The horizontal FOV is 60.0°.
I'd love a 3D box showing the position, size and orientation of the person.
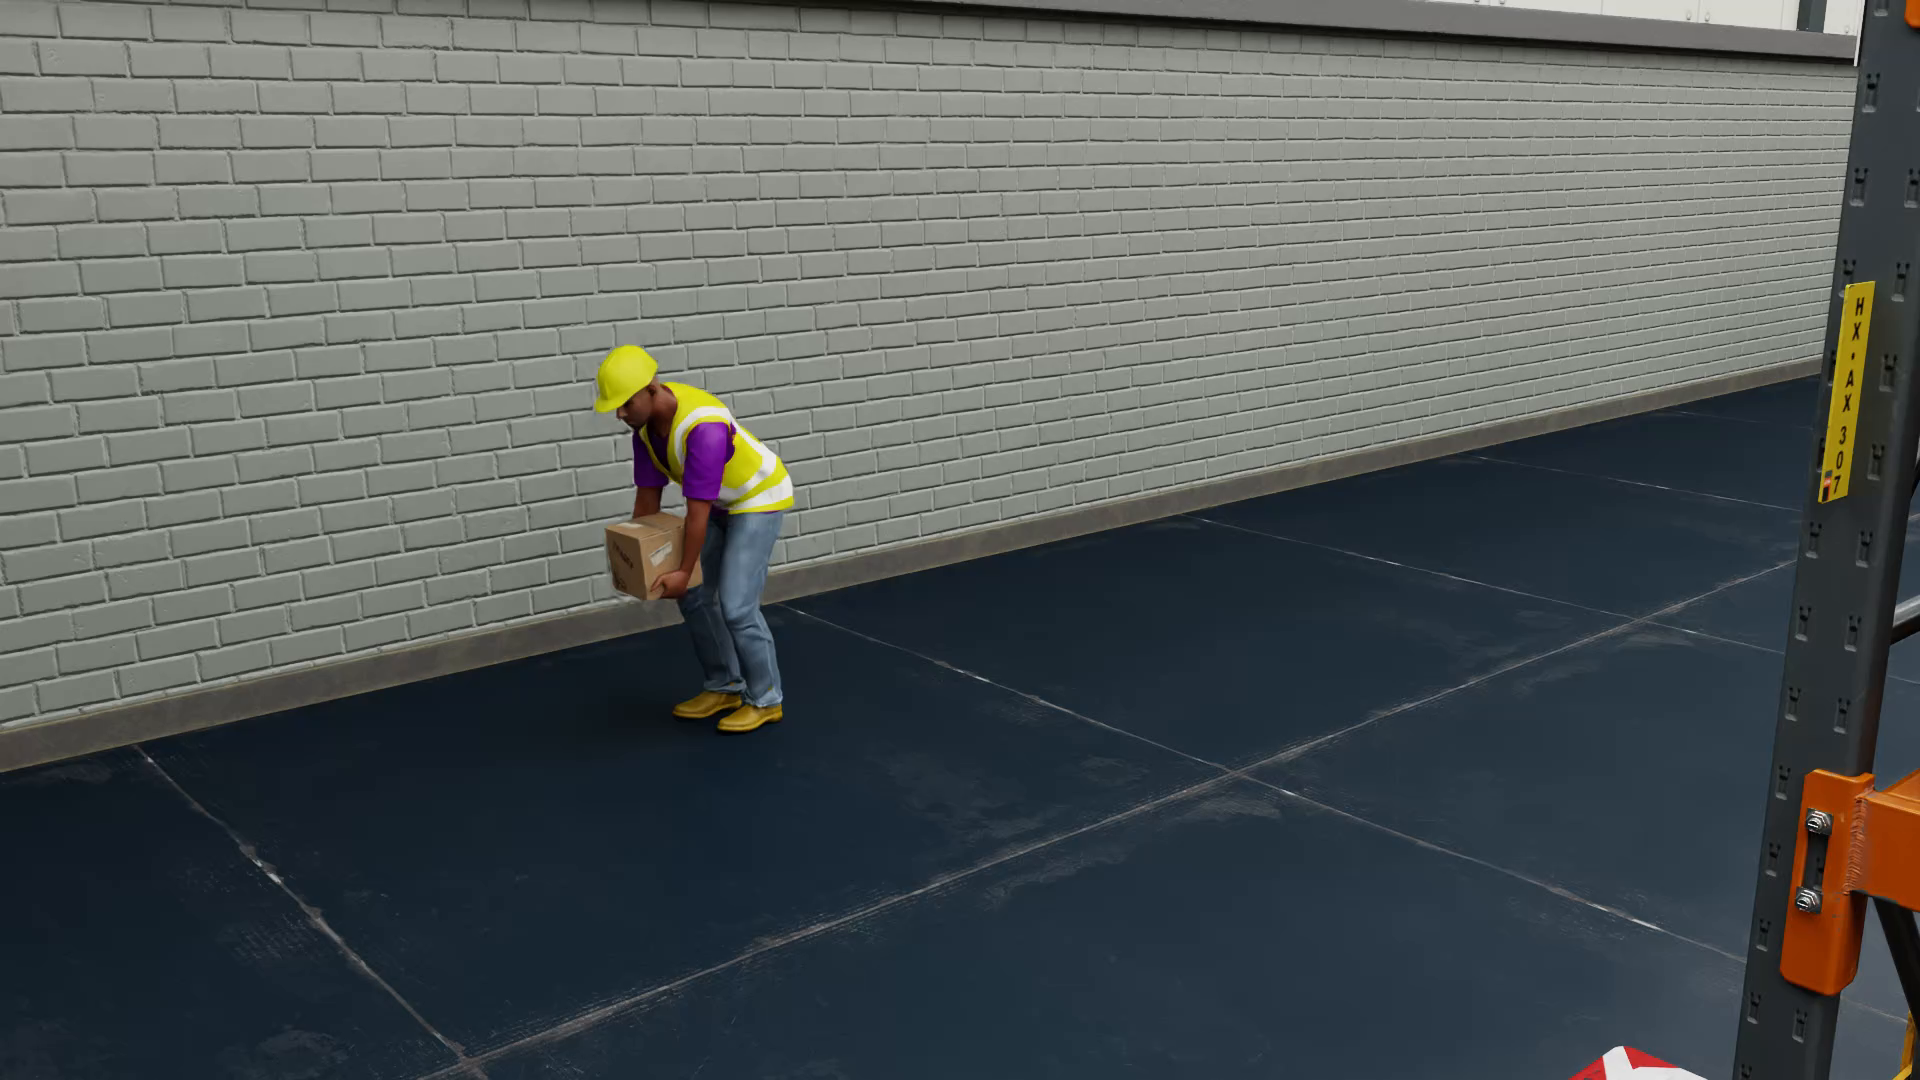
[{"bbox_3d":[-1.020,-0.005,6.430,0.802,1.542,0.488,-12,19,-41],"label":"person"}]
